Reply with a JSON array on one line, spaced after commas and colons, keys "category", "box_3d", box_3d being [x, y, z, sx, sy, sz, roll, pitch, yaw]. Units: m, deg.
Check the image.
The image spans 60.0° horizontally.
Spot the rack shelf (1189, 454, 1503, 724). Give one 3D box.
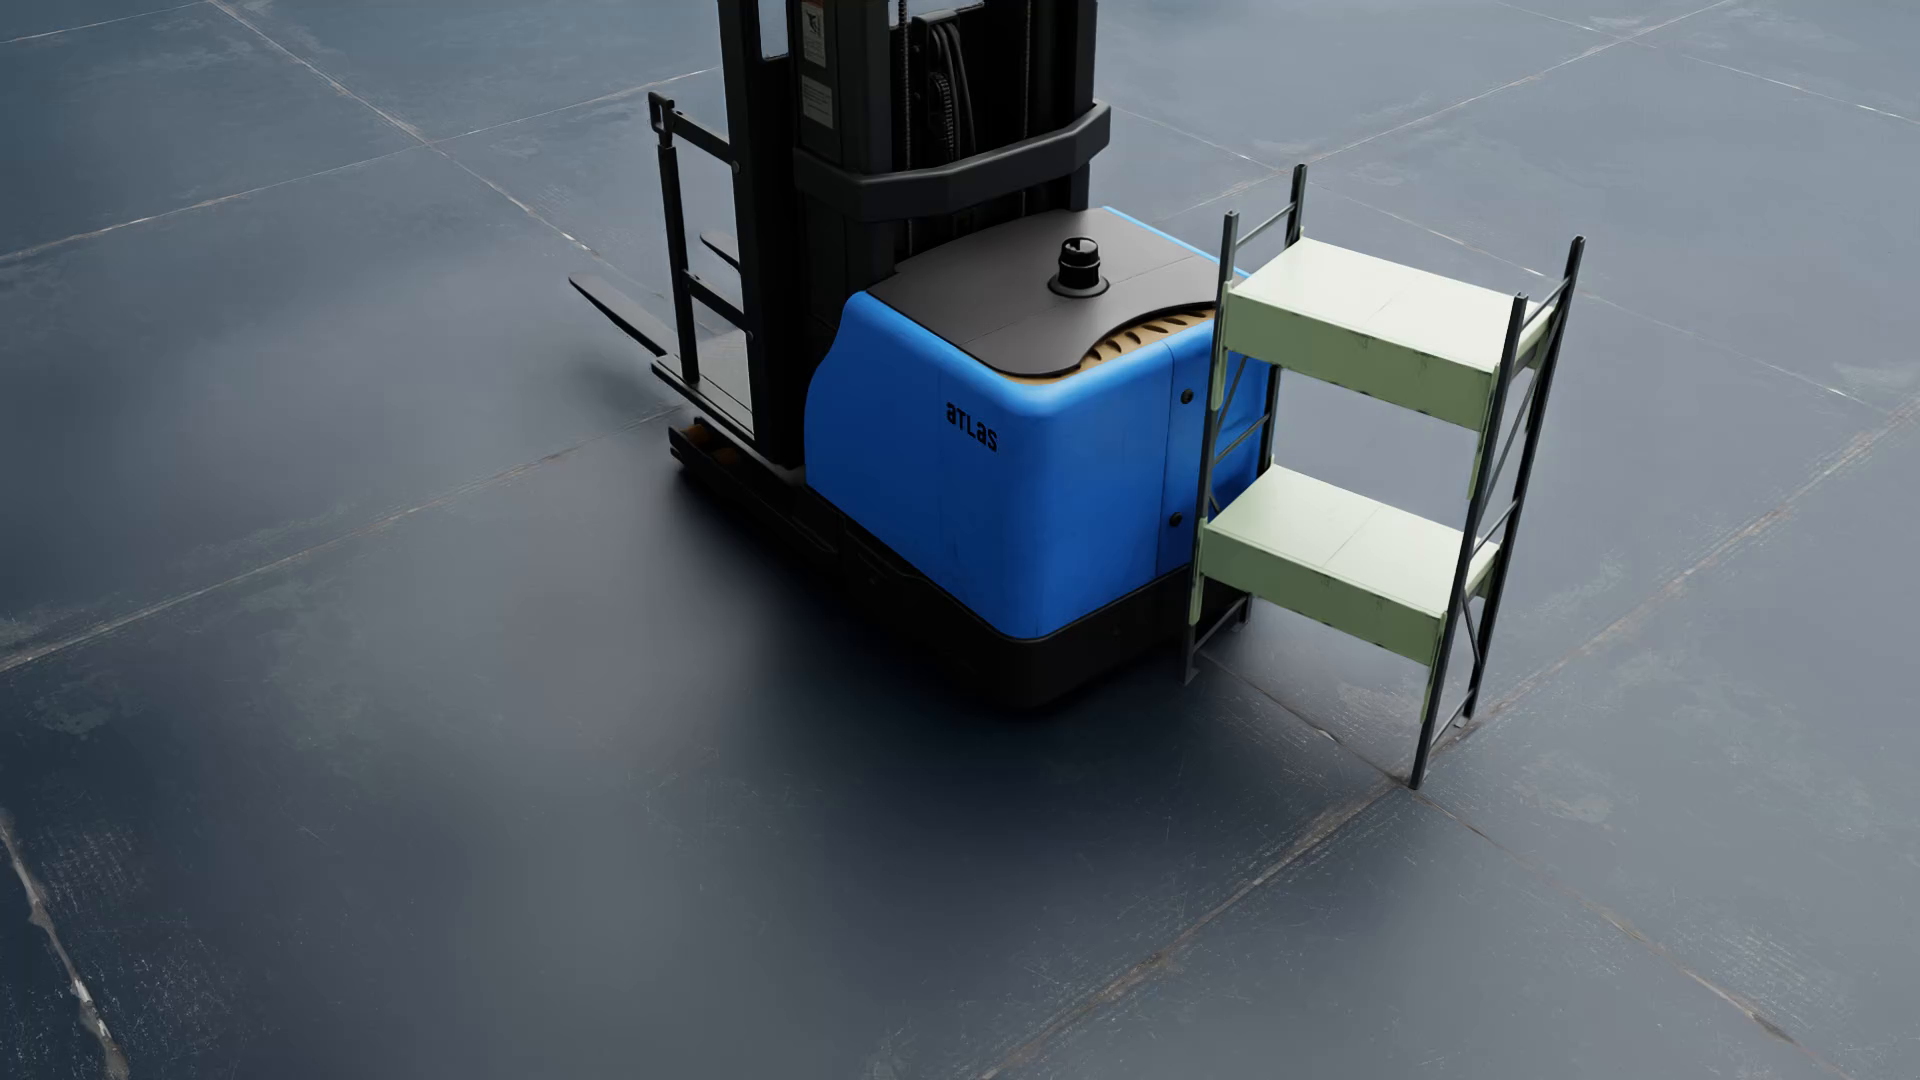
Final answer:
[{"category": "rack shelf", "box_3d": [1.068, 0.120, 4.627, 0.720, 0.370, 0.431, 23, 41, 29]}]

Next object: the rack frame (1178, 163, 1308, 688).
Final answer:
[{"category": "rack frame", "box_3d": [0.774, -0.272, 4.617, 0.023, 1.500, 0.400, 23, 41, 29]}]

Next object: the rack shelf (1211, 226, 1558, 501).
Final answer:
[{"category": "rack shelf", "box_3d": [1.068, -0.464, 4.213, 0.720, 0.370, 0.431, 23, 41, 29]}]

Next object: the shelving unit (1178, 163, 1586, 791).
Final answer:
[{"category": "shelving unit", "box_3d": [1.068, -0.146, 4.439, 0.755, 1.500, 0.431, 23, 41, 29]}]

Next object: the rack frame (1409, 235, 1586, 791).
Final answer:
[{"category": "rack frame", "box_3d": [1.361, -0.020, 4.260, 0.023, 1.500, 0.400, 23, 41, 29]}]

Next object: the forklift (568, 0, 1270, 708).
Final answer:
[{"category": "forklift", "box_3d": [-0.365, -1.508, 5.124, 1.130, 2.935, 3.031, -25, 42, -30]}]
